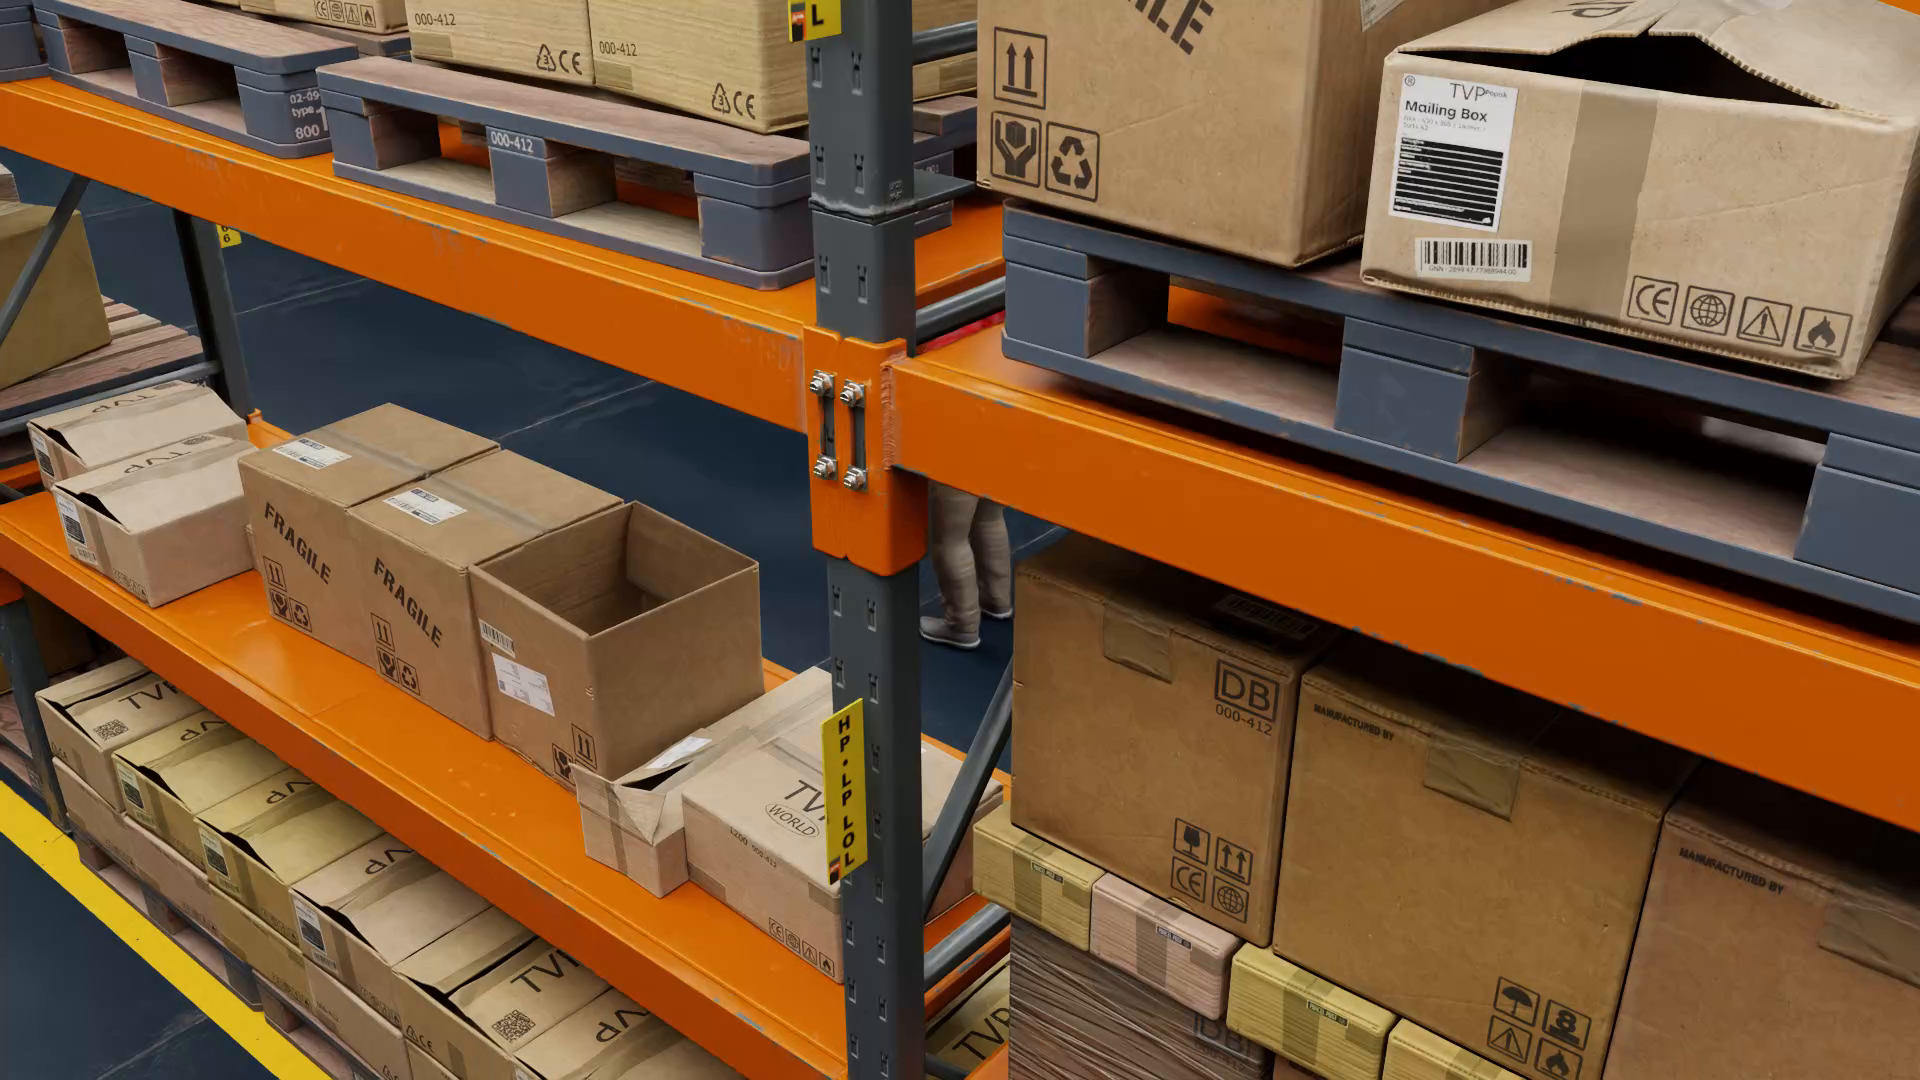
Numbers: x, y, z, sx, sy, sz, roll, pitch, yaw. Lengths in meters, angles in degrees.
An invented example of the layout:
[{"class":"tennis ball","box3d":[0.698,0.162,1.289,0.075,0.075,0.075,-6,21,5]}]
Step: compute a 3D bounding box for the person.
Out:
[{"class":"person","box3d":[-0.007,-0.382,6.874,0.423,1.729,0.583,21,34,35]}]
